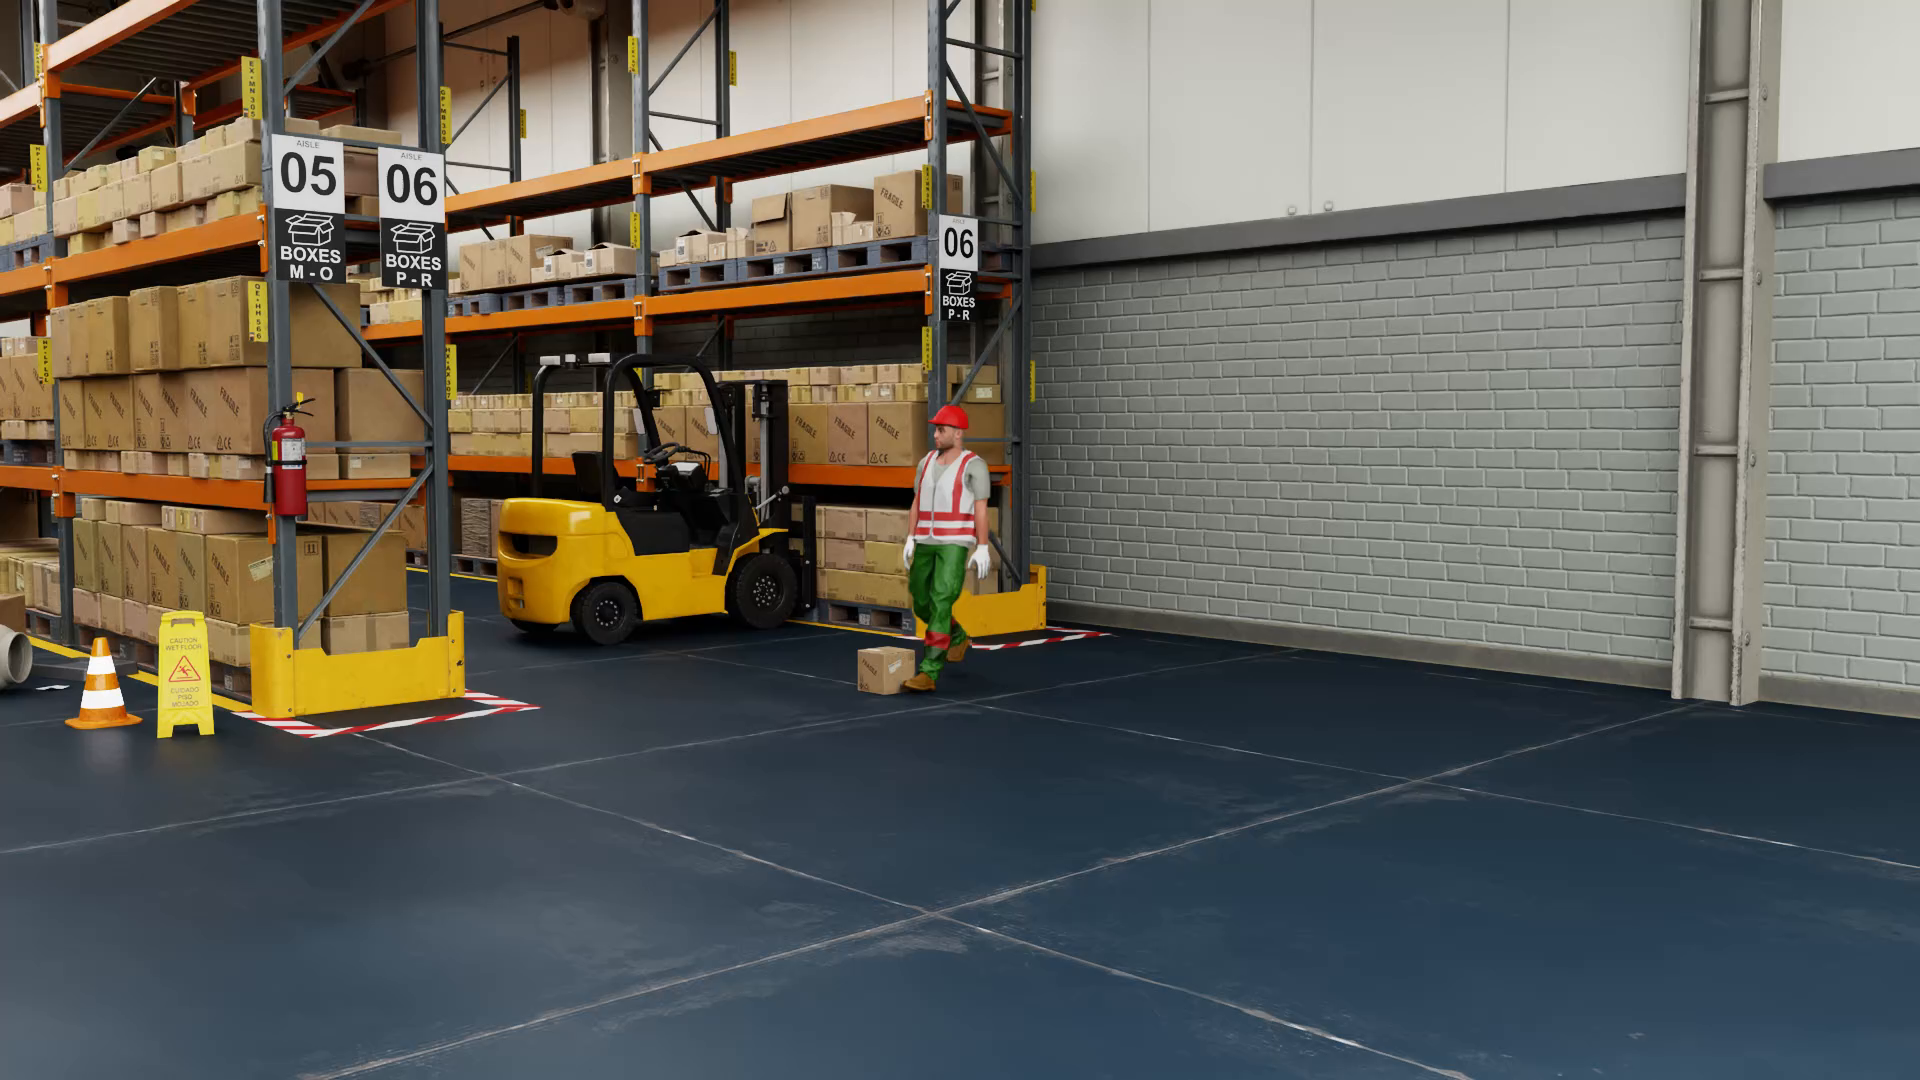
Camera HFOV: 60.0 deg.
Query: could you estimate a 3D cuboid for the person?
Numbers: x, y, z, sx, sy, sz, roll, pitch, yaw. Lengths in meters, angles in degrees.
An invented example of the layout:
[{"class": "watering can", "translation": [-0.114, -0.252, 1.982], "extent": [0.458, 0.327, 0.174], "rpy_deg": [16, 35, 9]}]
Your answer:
[{"class": "person", "translation": [-0.125, 0.036, 10.389], "extent": [0.571, 1.749, 0.983], "rpy_deg": [3, 5, 36]}]
